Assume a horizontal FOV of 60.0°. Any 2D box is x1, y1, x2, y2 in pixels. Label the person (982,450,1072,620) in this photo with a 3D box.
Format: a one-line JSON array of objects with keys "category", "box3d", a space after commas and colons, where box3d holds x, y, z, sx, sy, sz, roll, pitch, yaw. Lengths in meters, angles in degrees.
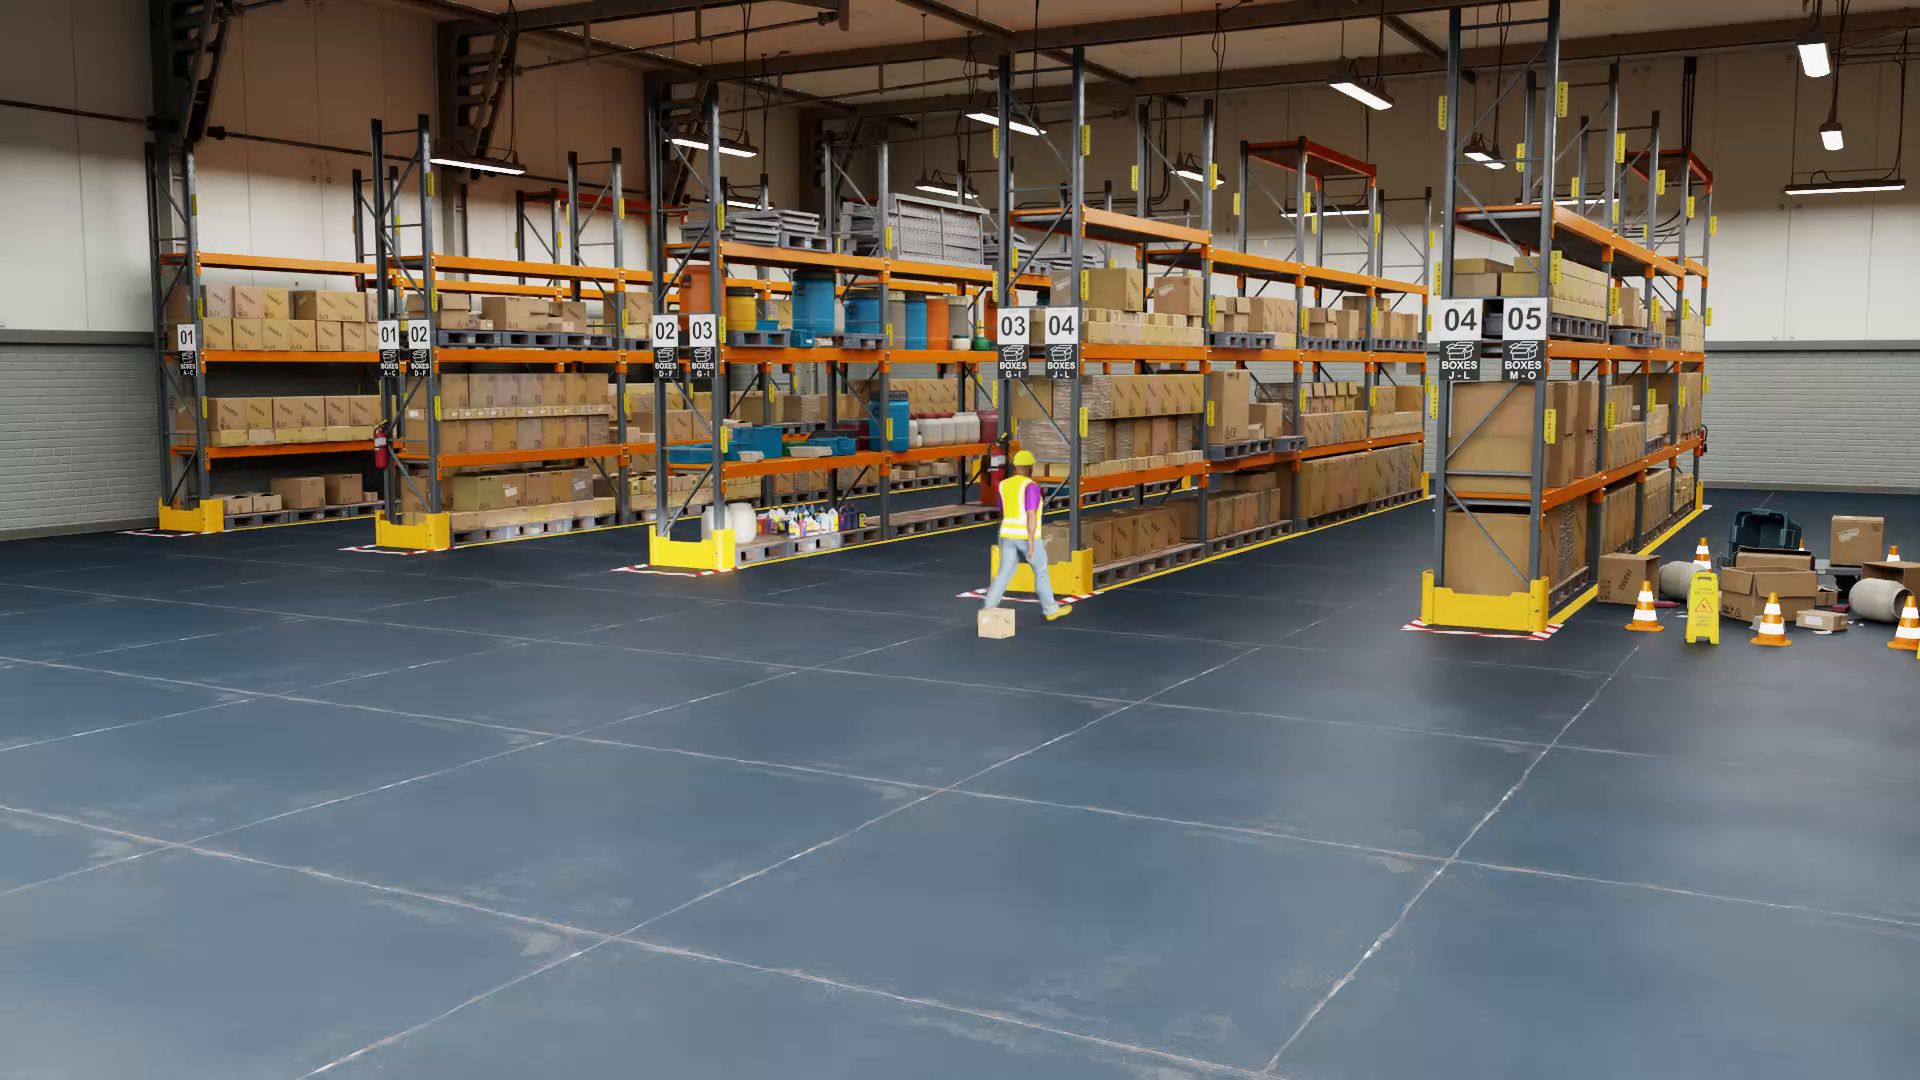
[{"category": "person", "box3d": [0.613, -0.034, 16.426, 0.584, 1.709, 1.100, 5, 8, 41]}]
